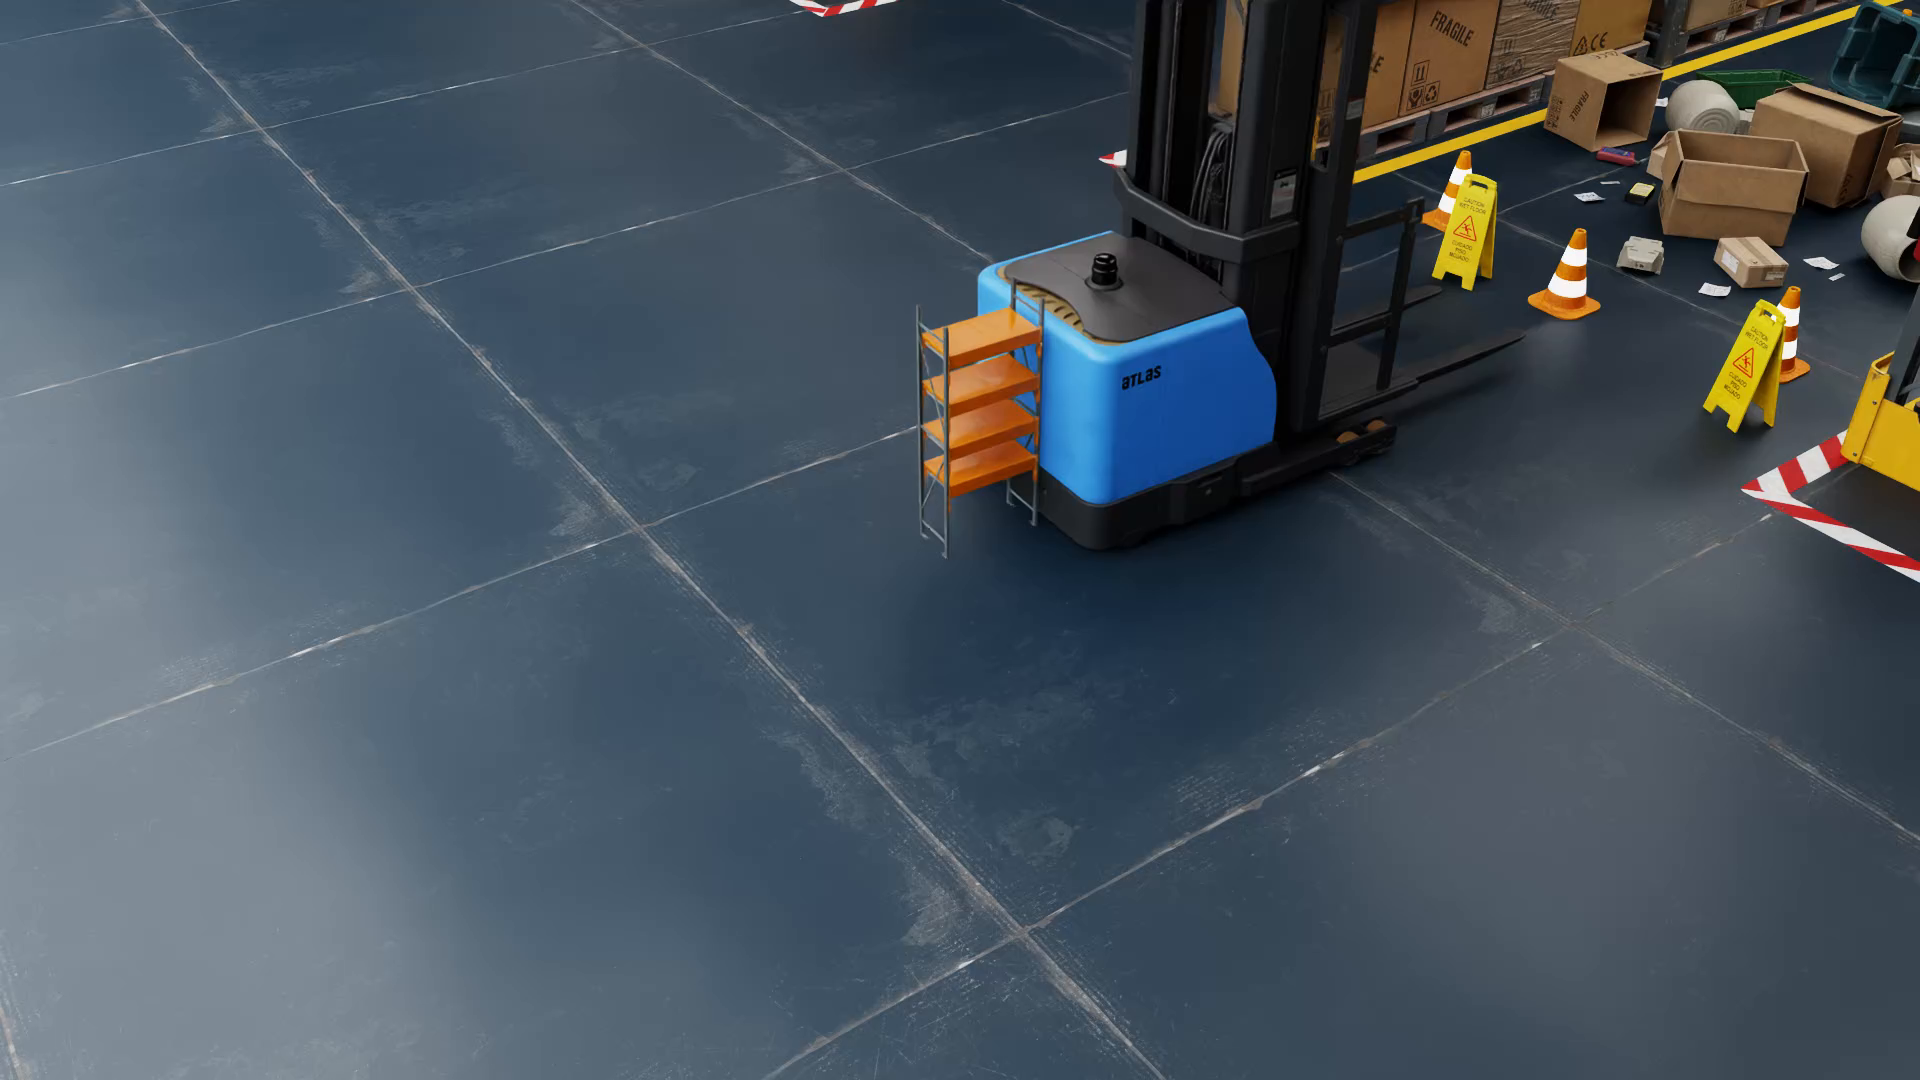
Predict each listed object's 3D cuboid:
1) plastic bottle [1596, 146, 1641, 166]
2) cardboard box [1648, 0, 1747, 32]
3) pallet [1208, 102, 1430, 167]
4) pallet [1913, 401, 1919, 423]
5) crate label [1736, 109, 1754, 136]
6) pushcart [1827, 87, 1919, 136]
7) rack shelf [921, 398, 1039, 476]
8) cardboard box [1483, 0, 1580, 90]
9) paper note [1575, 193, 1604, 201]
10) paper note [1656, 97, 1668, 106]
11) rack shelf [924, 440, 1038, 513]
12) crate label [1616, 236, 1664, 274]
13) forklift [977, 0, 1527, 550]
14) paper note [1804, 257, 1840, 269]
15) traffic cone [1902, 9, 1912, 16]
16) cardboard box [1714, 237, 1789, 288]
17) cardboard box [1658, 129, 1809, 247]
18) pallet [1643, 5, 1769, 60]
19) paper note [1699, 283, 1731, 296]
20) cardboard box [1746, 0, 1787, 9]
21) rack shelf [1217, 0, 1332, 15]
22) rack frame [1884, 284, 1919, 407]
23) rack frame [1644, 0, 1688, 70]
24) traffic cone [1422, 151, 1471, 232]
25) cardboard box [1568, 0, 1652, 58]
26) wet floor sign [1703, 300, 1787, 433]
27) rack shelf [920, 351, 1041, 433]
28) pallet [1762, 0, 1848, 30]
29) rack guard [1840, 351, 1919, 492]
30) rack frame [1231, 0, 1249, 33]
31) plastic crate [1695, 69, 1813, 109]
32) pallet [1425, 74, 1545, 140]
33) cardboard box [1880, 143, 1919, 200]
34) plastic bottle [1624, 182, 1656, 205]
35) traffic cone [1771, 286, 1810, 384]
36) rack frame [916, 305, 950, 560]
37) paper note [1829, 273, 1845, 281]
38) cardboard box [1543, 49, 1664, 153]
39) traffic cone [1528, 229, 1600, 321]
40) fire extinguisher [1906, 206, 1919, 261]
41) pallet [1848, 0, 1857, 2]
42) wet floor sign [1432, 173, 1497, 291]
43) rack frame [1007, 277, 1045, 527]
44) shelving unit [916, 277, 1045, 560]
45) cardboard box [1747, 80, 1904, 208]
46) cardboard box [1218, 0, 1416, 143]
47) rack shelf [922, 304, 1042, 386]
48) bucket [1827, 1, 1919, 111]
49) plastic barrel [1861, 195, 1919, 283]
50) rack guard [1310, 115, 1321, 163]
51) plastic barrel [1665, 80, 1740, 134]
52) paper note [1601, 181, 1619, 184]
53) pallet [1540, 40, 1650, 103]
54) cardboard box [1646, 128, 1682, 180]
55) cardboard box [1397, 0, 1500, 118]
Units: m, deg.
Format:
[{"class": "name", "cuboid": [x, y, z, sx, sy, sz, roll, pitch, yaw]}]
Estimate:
[{"class": "plastic bottle", "cuboid": [4.497, -2.607, 11.322, 0.283, 0.061, 0.133, 22, 41, 28]}, {"class": "cardboard box", "cuboid": [5.604, -4.594, 13.135, 0.750, 0.750, 1.050, -23, 41, -28]}, {"class": "pallet", "cuboid": [2.488, -2.913, 11.620, 1.213, 0.211, 1.003, -22, 41, -28]}, {"class": "pallet", "cuboid": [5.560, -0.561, 8.349, 1.213, 0.211, 1.003, -22, 41, -28]}, {"class": "crate label", "cuboid": [5.525, -2.933, 11.711, 0.298, 0.136, 0.250, 9, 37, 12]}, {"class": "pushcart", "cuboid": [6.729, -2.763, 11.268, 1.648, 0.377, 0.936, 22, 41, 28]}, {"class": "rack shelf", "cuboid": [0.089, -0.477, 7.501, 0.480, 0.148, 0.258, -20, 40, -26]}, {"class": "cardboard box", "cuboid": [3.860, -3.909, 12.077, 0.875, 0.875, 0.875, -22, 41, -28]}, {"class": "paper note", "cuboid": [4.105, -2.236, 10.835, 0.142, 0.017, 0.144, -9, 37, -12]}, {"class": "paper note", "cuboid": [5.121, -3.221, 12.202, 0.147, 0.020, 0.142, 9, 37, 12]}, {"class": "rack shelf", "cuboid": [0.089, -0.316, 7.617, 0.480, 0.148, 0.258, -20, 40, -26]}, {"class": "crate label", "cuboid": [4.111, -1.718, 10.022, 0.250, 0.136, 0.298, 15, 38, 20]}, {"class": "forklift", "cuboid": [1.584, -1.799, 7.742, 3.031, 2.935, 1.130, -21, 41, -26]}, {"class": "paper note", "cuboid": [5.220, -1.683, 10.073, 0.142, 0.019, 0.148, -9, 37, -12]}, {"class": "traffic cone", "cuboid": [7.115, -3.785, 12.617, 0.334, 0.463, 0.336, -22, 41, -28]}, {"class": "cardboard box", "cuboid": [4.720, -1.658, 9.928, 0.250, 0.149, 0.380, -3, 36, -4]}, {"class": "cardboard box", "cuboid": [4.791, -2.196, 10.373, 0.797, 0.503, 0.637, 9, 37, 12]}, {"class": "pallet", "cuboid": [5.736, -4.248, 13.476, 1.213, 0.211, 1.003, -22, 41, -28]}, {"class": "paper note", "cuboid": [4.439, -1.473, 9.772, 0.148, 0.019, 0.142, 22, 41, 28]}, {"class": "cardboard box", "cuboid": [6.395, -4.916, 13.584, 0.750, 0.750, 1.050, -22, 41, -28]}, {"class": "rack shelf", "cuboid": [3.514, -4.120, 11.525, 4.000, 0.370, 1.077, -22, 41, -28]}, {"class": "rack frame", "cuboid": [4.813, -1.411, 7.142, 0.127, 3.000, 1.000, -22, 41, -28]}, {"class": "rack frame", "cuboid": [5.149, -5.085, 12.251, 0.127, 3.000, 1.000, -22, 41, -28]}, {"class": "traffic cone", "cuboid": [3.131, -2.210, 10.427, 0.334, 0.463, 0.336, -22, 41, -28]}, {"class": "cardboard box", "cuboid": [4.594, -4.214, 12.501, 0.875, 0.875, 0.875, -22, 41, -27]}, {"class": "wet floor sign", "cuboid": [4.042, -0.902, 8.451, 0.232, 0.644, 0.267, -9, 37, -12]}, {"class": "rack shelf", "cuboid": [0.089, -0.659, 7.371, 0.480, 0.148, 0.258, -20, 40, -26]}, {"class": "pallet", "cuboid": [6.734, -4.661, 14.050, 1.213, 0.211, 1.003, -22, 41, -28]}, {"class": "rack guard", "cuboid": [4.875, -0.421, 7.908, 0.348, 0.500, 1.175, -22, 41, -28]}, {"class": "rack frame", "cuboid": [1.879, -3.739, 10.380, 0.127, 3.000, 1.000, -22, 41, -28]}, {"class": "plastic crate", "cuboid": [5.761, -3.283, 12.104, 0.662, 0.188, 0.450, -3, 26, -4]}, {"class": "pallet", "cuboid": [3.484, -3.321, 12.187, 1.213, 0.211, 1.003, -22, 41, -28]}, {"class": "cardboard box", "cuboid": [6.181, -2.397, 10.855, 0.258, 0.266, 0.396, 9, 37, 12]}, {"class": "plastic bottle", "cuboid": [4.451, -2.275, 10.860, 0.133, 0.061, 0.283, 22, 41, 28]}, {"class": "traffic cone", "cuboid": [4.422, -1.141, 8.940, 0.334, 0.463, 0.336, -22, 41, -28]}, {"class": "rack frame", "cuboid": [-0.117, -0.456, 7.356, 0.015, 1.200, 0.240, -20, 40, -26]}, {"class": "paper note", "cuboid": [5.235, -1.571, 9.925, 0.123, 0.001, 0.032, -22, 41, -28]}, {"class": "cardboard box", "cuboid": [4.471, -3.059, 11.573, 0.500, 0.500, 0.500, -15, 38, -20]}, {"class": "traffic cone", "cuboid": [3.504, -1.557, 9.518, 0.334, 0.463, 0.336, -22, 41, -28]}, {"class": "fire extinguisher", "cuboid": [4.454, -1.561, 7.417, 0.183, 0.674, 0.296, -22, 41, -28]}, {"class": "pallet", "cuboid": [7.730, -5.069, 14.617, 1.213, 0.211, 1.003, -22, 41, -28]}, {"class": "wet floor sign", "cuboid": [2.996, -1.829, 9.740, 0.267, 0.644, 0.232, 30, 45, 35]}, {"class": "rack frame", "cuboid": [0.295, -0.608, 7.568, 0.015, 1.200, 0.240, -20, 40, -26]}, {"class": "shelving unit", "cuboid": [0.089, -0.532, 7.462, 0.503, 1.200, 0.258, -20, 40, -26]}, {"class": "cardboard box", "cuboid": [5.550, -2.570, 10.776, 0.503, 0.637, 0.797, -22, 41, -28]}, {"class": "cardboard box", "cuboid": [2.395, -3.307, 11.239, 0.875, 0.875, 0.875, -22, 41, -28]}, {"class": "rack shelf", "cuboid": [0.089, -0.851, 7.233, 0.480, 0.148, 0.258, -20, 40, -26]}, {"class": "bucket", "cuboid": [6.366, -3.227, 11.169, 0.620, 0.611, 0.726, -1, 34, -18]}, {"class": "plastic barrel", "cuboid": [5.630, -1.782, 9.865, 0.421, 0.421, 0.512, 3, 36, 4]}, {"class": "rack guard", "cuboid": [1.860, -2.716, 11.099, 0.348, 0.500, 1.175, -22, 41, -28]}, {"class": "plastic barrel", "cuboid": [5.105, -2.925, 11.454, 0.421, 0.421, 0.512, 3, 36, 4]}, {"class": "paper note", "cuboid": [4.317, -2.372, 11.039, 0.123, 0.001, 0.032, -3, 36, -4]}, {"class": "pallet", "cuboid": [4.482, -3.734, 12.761, 1.213, 0.211, 1.003, -22, 41, -28]}, {"class": "cardboard box", "cuboid": [4.805, -2.518, 11.023, 0.258, 0.266, 0.396, -15, 38, -20]}, {"class": "cardboard box", "cuboid": [3.113, -3.604, 11.652, 0.875, 0.875, 0.875, -23, 42, -29]}]
